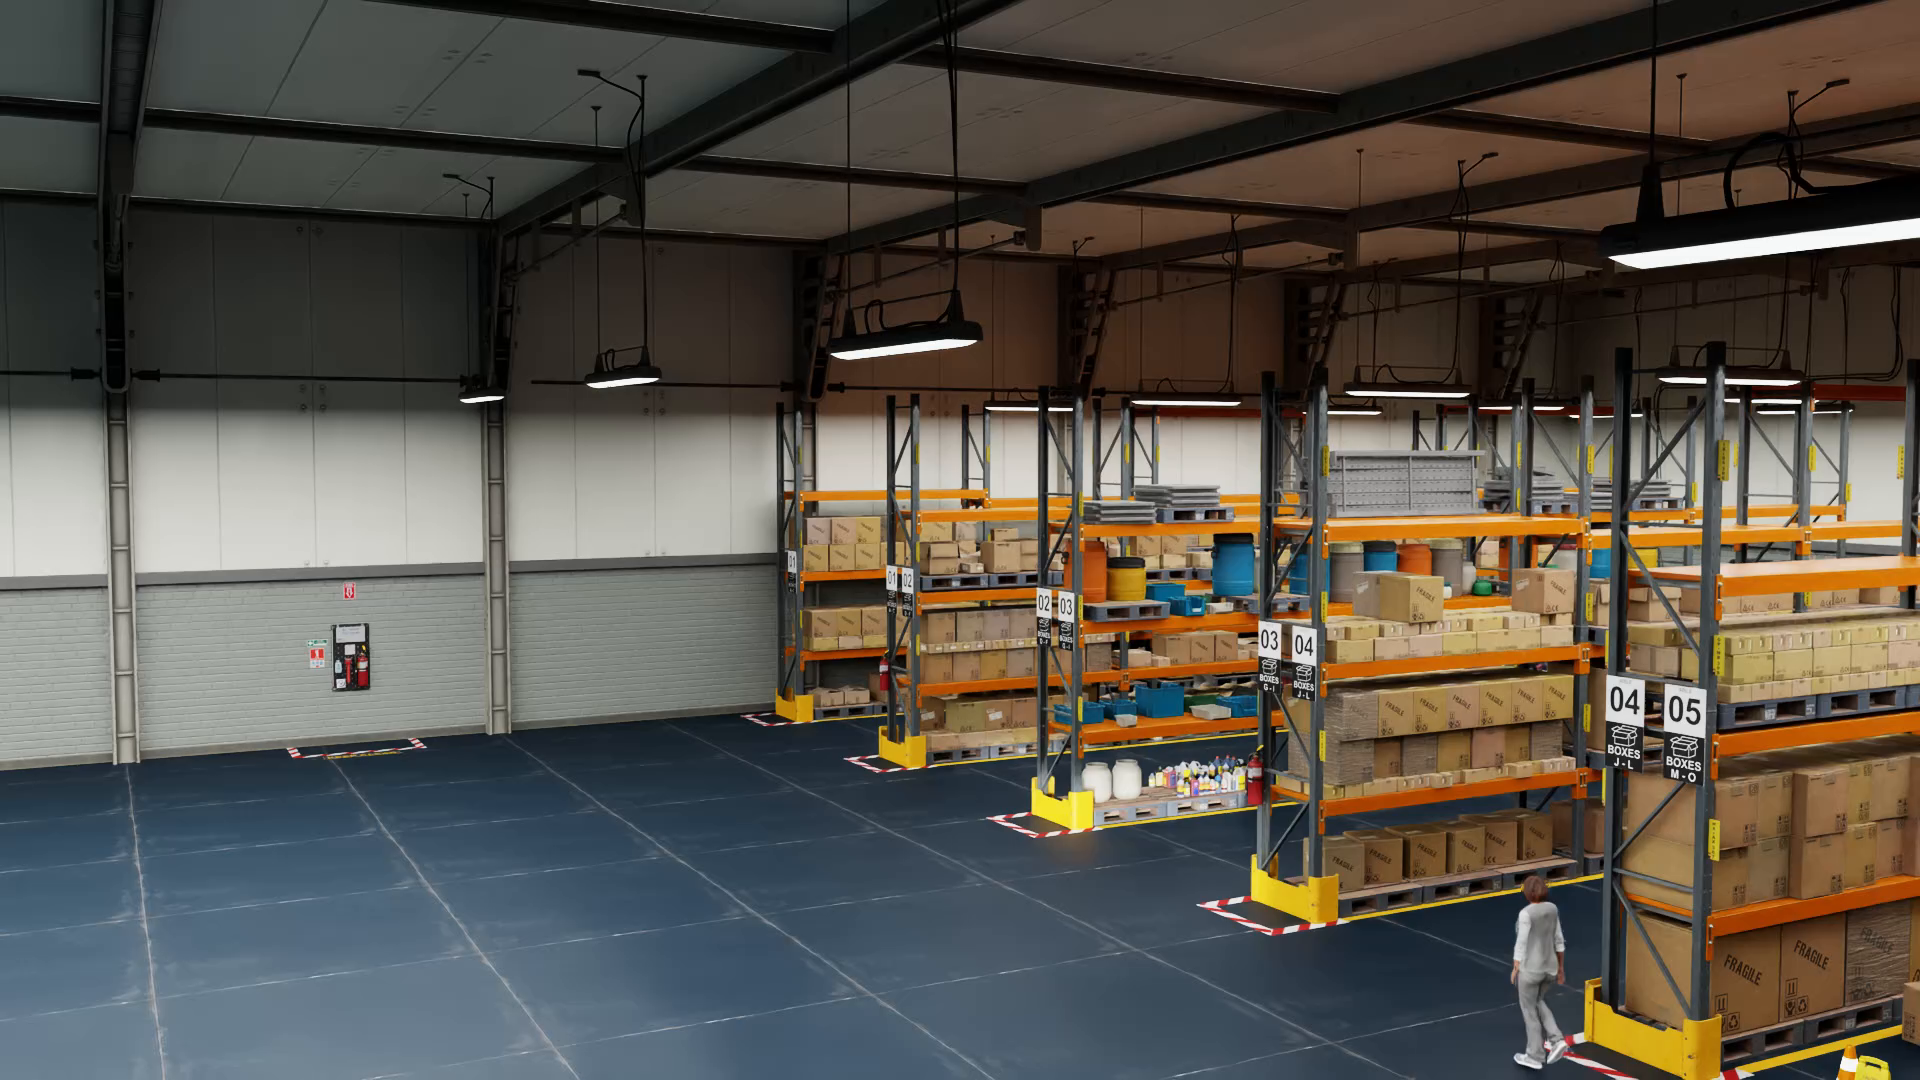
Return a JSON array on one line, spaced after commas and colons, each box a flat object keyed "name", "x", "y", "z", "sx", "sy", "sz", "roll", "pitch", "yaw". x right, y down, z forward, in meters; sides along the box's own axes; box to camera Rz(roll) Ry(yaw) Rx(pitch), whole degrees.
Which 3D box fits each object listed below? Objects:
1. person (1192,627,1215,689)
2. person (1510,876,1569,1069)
[{"name": "person", "x": 4.696, "y": 2.434, "z": 32.713, "sx": 0.532, "sy": 1.756, "sz": 0.606, "roll": -2, "pitch": 4, "yaw": -31}, {"name": "person", "x": 4.806, "y": 3.571, "z": 13.767, "sx": 0.420, "sy": 1.588, "sz": 0.452, "roll": -2, "pitch": 4, "yaw": -25}]
